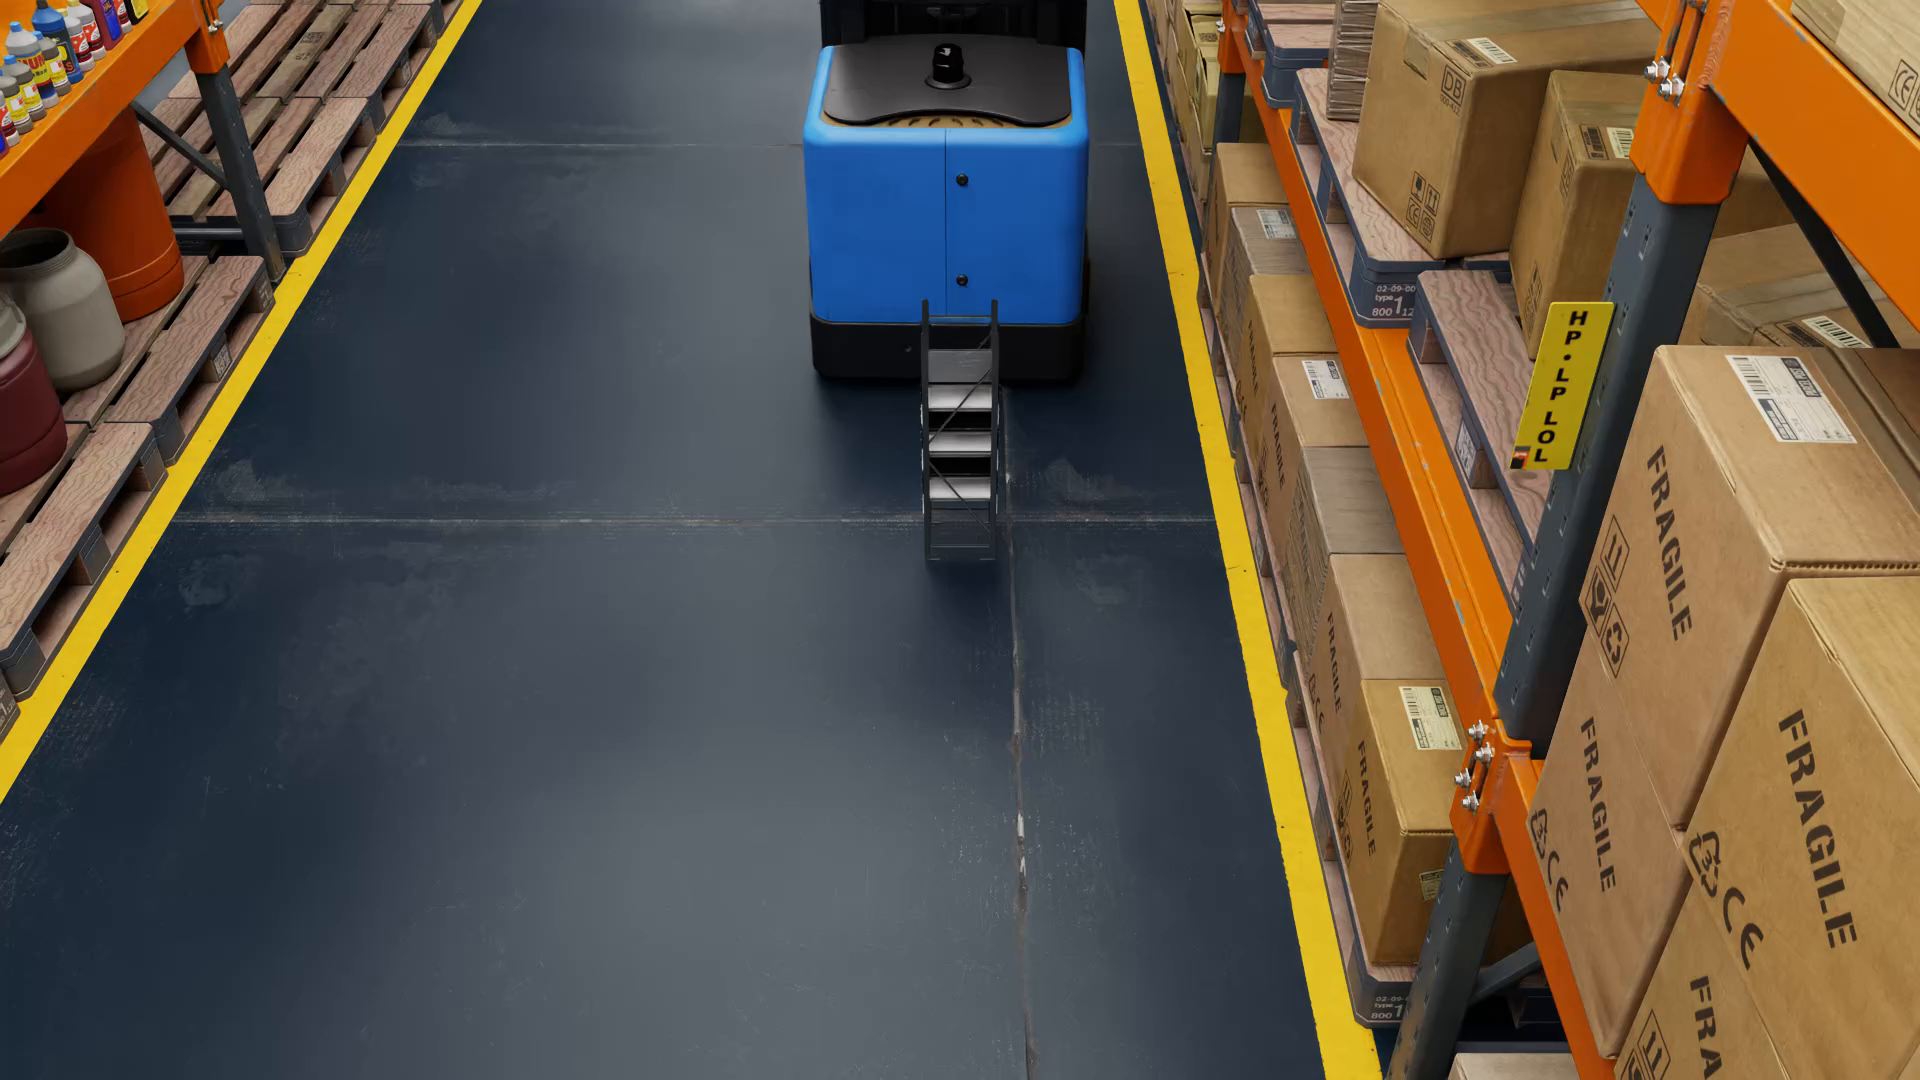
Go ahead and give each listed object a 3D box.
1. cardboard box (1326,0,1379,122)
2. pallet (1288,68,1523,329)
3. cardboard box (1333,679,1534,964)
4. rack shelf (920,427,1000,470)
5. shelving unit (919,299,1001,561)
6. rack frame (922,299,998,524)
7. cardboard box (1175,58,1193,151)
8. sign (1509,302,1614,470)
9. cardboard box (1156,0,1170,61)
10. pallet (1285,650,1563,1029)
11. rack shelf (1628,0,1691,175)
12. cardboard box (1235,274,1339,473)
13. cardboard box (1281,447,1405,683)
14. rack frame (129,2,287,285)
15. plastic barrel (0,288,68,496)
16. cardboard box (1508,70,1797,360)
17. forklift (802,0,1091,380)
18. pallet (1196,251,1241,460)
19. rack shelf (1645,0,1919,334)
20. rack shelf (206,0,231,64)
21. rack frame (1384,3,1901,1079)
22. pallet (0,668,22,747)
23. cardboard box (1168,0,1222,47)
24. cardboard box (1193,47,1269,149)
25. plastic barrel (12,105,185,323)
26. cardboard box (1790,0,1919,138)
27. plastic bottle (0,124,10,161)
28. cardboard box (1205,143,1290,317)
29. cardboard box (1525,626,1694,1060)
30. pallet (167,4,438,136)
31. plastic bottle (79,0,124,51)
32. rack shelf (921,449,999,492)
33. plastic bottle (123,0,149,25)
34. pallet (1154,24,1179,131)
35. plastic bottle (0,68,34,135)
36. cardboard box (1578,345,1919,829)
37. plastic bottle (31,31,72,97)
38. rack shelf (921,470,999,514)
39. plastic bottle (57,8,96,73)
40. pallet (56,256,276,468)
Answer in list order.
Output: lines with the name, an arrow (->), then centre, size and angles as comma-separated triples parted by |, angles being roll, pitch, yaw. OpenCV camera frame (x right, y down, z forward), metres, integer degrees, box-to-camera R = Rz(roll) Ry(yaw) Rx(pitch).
cardboard box -> 1.461, -1.538, 4.855 | 0.700, 0.500, 0.500 | 7, 39, 8
pallet -> 1.544, -1.010, 4.765 | 1.003, 0.211, 1.213 | 0, 39, 0
cardboard box -> 1.255, 0.696, 4.130 | 0.500, 0.500, 0.500 | 0, 39, 0
rack shelf -> 0.000, -0.320, 5.483 | 0.258, 0.077, 0.200 | 0, 39, 0
shelving unit -> 0.000, -0.346, 5.462 | 0.258, 0.900, 0.210 | 0, 39, 0
rack frame -> 0.000, -0.410, 5.542 | 0.240, 0.900, 0.006 | 0, 39, 0
cardboard box -> 1.289, -2.043, 7.764 | 0.500, 0.250, 0.500 | 0, 39, -1
sign -> 0.987, -0.249, 2.736 | 0.100, 0.325, 0.005 | 0, 39, 0
cardboard box -> 1.288, -2.679, 8.557 | 0.500, 0.250, 0.500 | 1, 39, 1
pallet -> 1.503, 0.780, 4.608 | 1.003, 0.211, 1.213 | 0, 39, 0
rack shelf -> 1.539, -1.940, 3.949 | 1.077, 0.370, 4.000 | 0, 39, 0
cardboard box -> 1.254, -0.571, 5.711 | 0.500, 0.500, 0.500 | -1, 39, -1
cardboard box -> 1.262, 0.073, 4.907 | 0.500, 0.500, 0.500 | 0, 39, 1
rack frame -> -3.416, -2.300, 6.221 | 1.000, 3.000, 0.127 | 0, 39, 0
plastic barrel -> -3.397, -0.510, 5.581 | 0.600, 0.588, 0.708 | 0, 39, 0
cardboard box -> 1.701, -0.729, 3.845 | 0.700, 0.500, 0.500 | 6, 39, 7
forklift -> -0.021, -2.656, 6.721 | 1.130, 2.935, 3.031 | 1, 39, 1
pallet -> 1.500, -0.746, 6.512 | 1.003, 0.211, 1.213 | 0, 39, 0
rack shelf -> 1.544, 0.561, 0.827 | 1.077, 0.370, 4.000 | 0, 39, 0
rack shelf -> -3.418, -3.270, 8.007 | 1.077, 0.370, 4.000 | 0, 39, 0
rack frame -> 1.545, 0.201, 3.101 | 0.949, 2.616, 0.053 | 0, 39, 0
pallet -> -3.371, 0.807, 4.574 | 1.003, 0.211, 1.213 | 0, 39, 0
cardboard box -> 1.285, -2.579, 7.984 | 0.500, 0.311, 0.500 | 0, 39, 0
cardboard box -> 1.290, -1.938, 7.184 | 0.500, 0.311, 0.500 | 1, 39, 1
plastic barrel -> -3.399, -1.311, 6.387 | 0.600, 0.830, 0.708 | 0, 39, 0
cardboard box -> 1.295, -0.607, 1.830 | 0.500, 0.250, 0.500 | 0, 39, 0
plastic bottle -> -2.988, -1.287, 5.050 | 0.061, 0.283, 0.133 | 0, 39, 0
cardboard box -> 1.252, -1.212, 6.511 | 0.500, 0.500, 0.500 | 2, 39, 2
cardboard box -> 1.270, 0.480, 2.672 | 0.500, 0.500, 0.500 | 1, 39, 1
pallet -> -3.377, -2.457, 8.647 | 1.003, 0.211, 1.213 | 0, 39, 0
plastic bottle -> -2.989, -1.857, 5.762 | 0.061, 0.283, 0.133 | 0, 39, 0
rack shelf -> 0.000, -0.250, 5.539 | 0.258, 0.077, 0.200 | 0, 39, 0
plastic bottle -> -2.989, -2.001, 5.942 | 0.061, 0.283, 0.133 | 0, 39, 0
pallet -> 1.577, -2.489, 8.687 | 1.003, 0.211, 1.213 | 0, 39, 0
plastic bottle -> -3.006, -1.388, 5.242 | 0.097, 0.201, 0.097 | 0, 39, 0
cardboard box -> 1.261, 0.066, 2.389 | 0.500, 0.500, 0.500 | 1, 39, 1
plastic bottle -> -3.007, -1.570, 5.470 | 0.097, 0.201, 0.097 | 0, 39, 0
rack shelf -> 0.000, -0.180, 5.596 | 0.258, 0.077, 0.200 | 0, 39, 0
plastic bottle -> -3.007, -1.692, 5.622 | 0.097, 0.201, 0.097 | 0, 39, 0
pallet -> -3.374, -0.718, 6.478 | 1.003, 0.211, 1.213 | 0, 39, 0
